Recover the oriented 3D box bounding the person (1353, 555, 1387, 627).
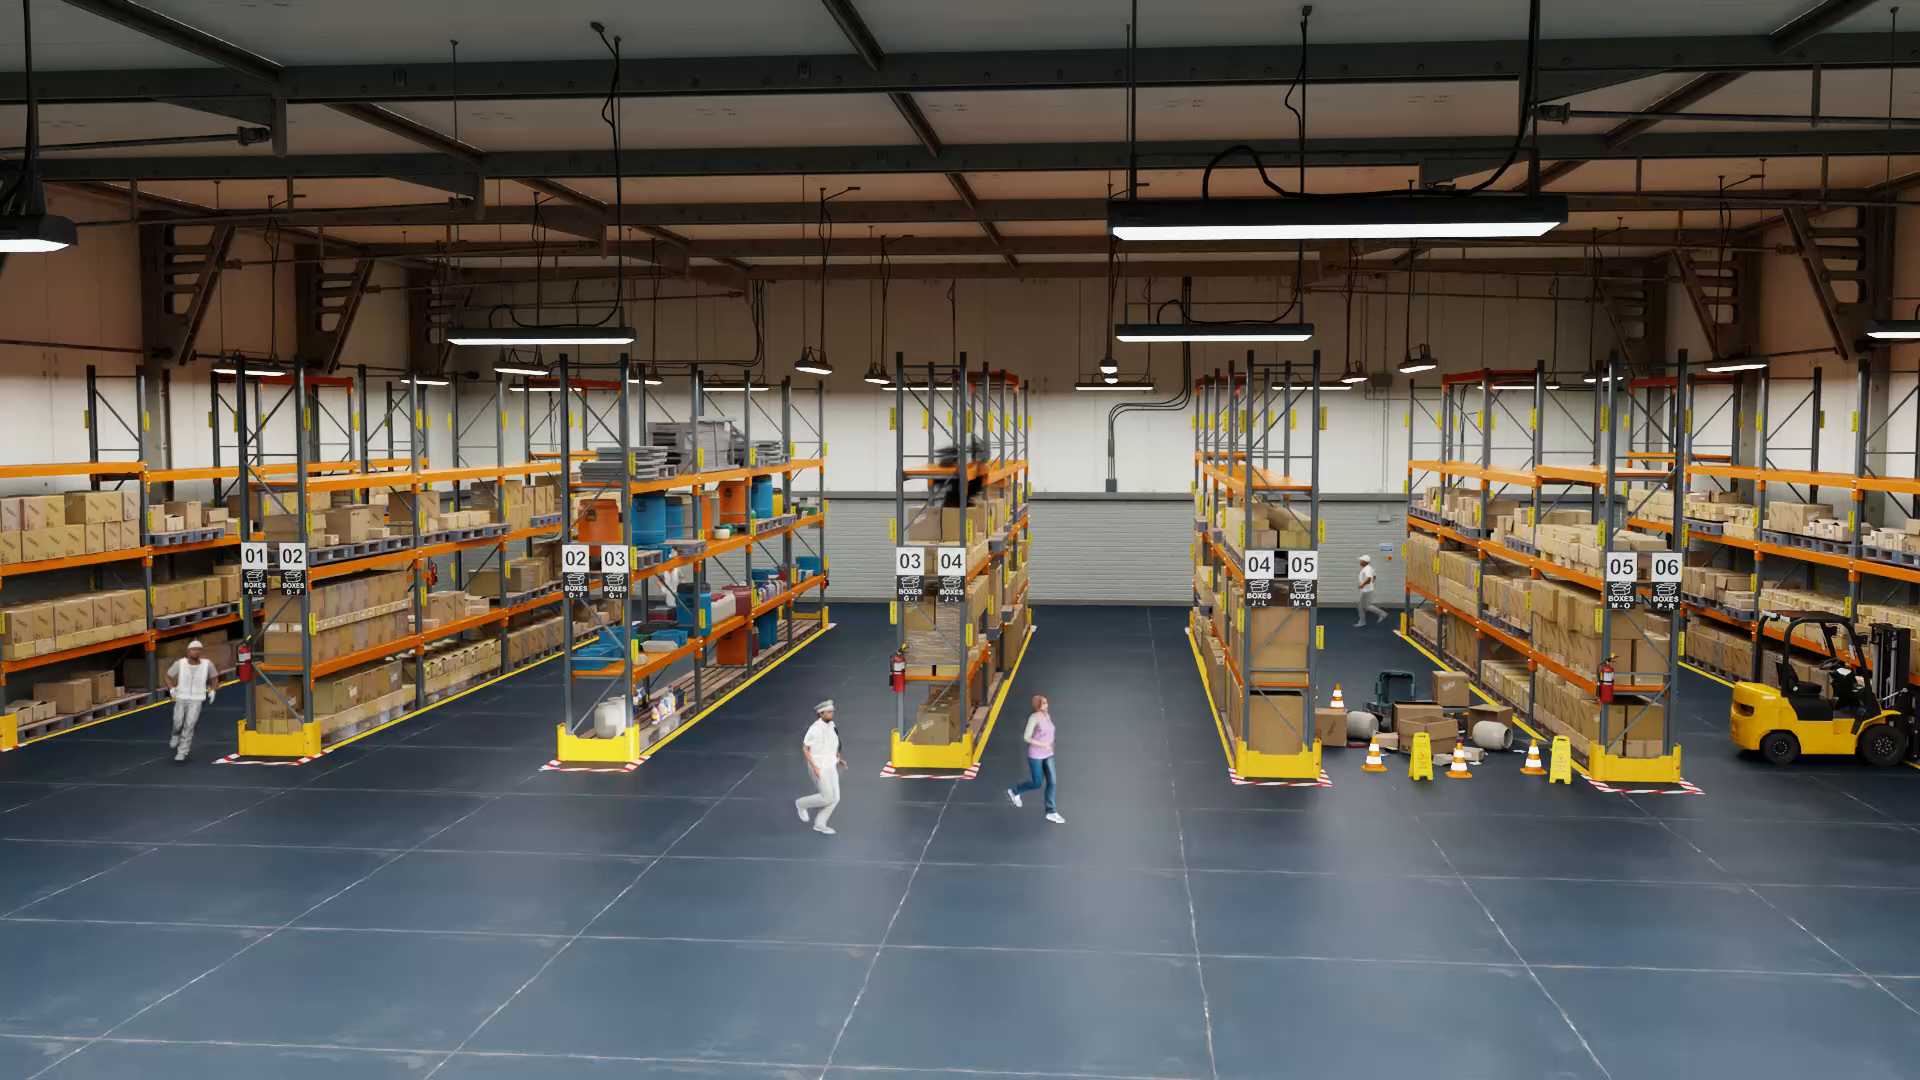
[{"bbox_3d":[9.977,1.254,40.434,0.824,1.769,0.709,1,4,15],"label":"person"}]

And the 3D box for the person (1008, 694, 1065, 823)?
[{"bbox_3d":[0.977,2.729,20.919,0.839,1.586,0.545,3,5,40],"label":"person"}]

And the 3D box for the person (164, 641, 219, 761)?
[{"bbox_3d":[-11.468,2.374,24.842,0.742,1.729,0.833,-2,4,-24],"label":"person"}]

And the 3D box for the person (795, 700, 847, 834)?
[{"bbox_3d":[-1.696,2.754,20.272,0.588,1.649,0.561,2,5,31],"label":"person"}]

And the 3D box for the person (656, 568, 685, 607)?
[{"bbox_3d":[-6.954,1.290,40.112,0.677,1.728,0.622,-2,4,-23],"label":"person"}]
